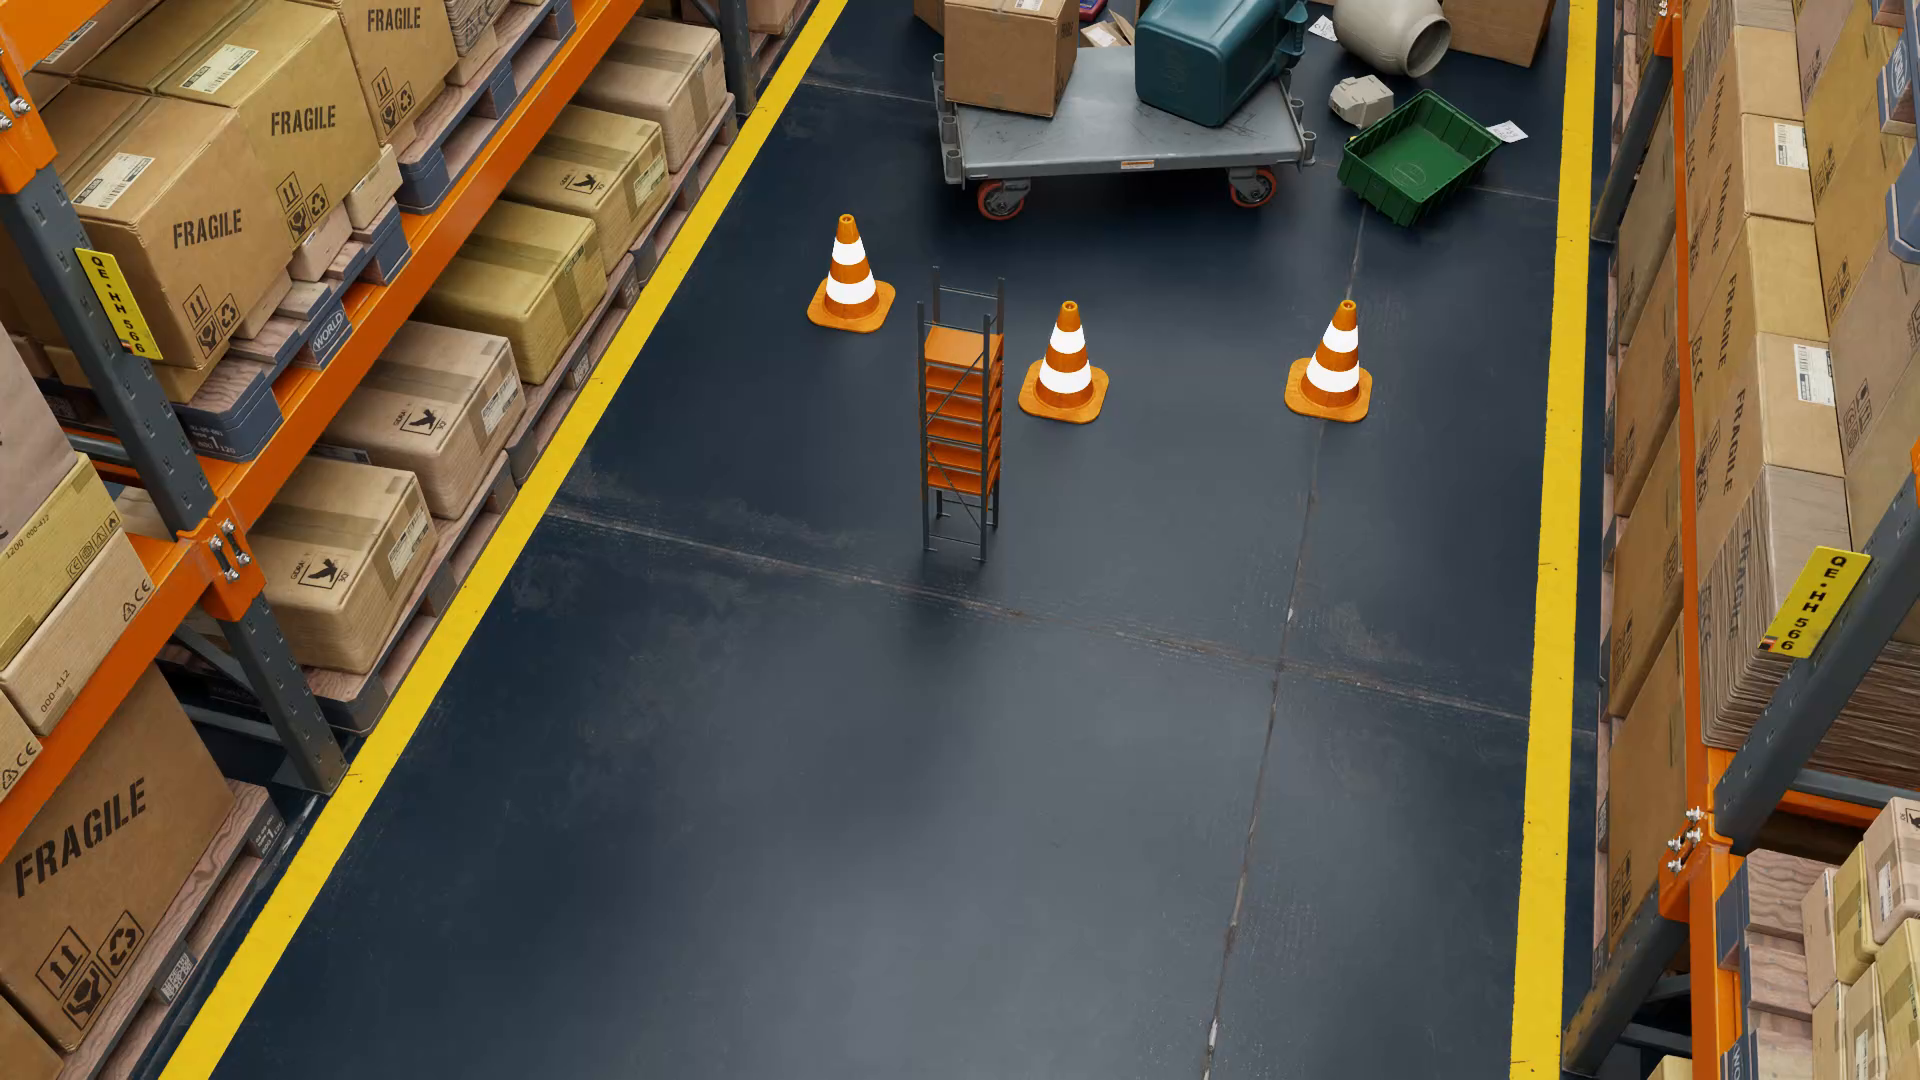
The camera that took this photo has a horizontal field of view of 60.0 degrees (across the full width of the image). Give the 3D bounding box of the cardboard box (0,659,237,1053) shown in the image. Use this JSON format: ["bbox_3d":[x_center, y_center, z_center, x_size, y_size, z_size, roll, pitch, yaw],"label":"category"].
[{"bbox_3d":[-2.804,0.764,4.712,0.875,0.875,0.875,11,50,10],"label":"cardboard box"}]

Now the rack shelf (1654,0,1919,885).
[{"bbox_3d":[2.786,-0.588,5.249,1.077,0.370,4.000,12,50,10],"label":"rack shelf"}]

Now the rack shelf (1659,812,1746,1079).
[{"bbox_3d":[1.733,2.305,2.695,1.077,0.370,4.000,12,50,10],"label":"rack shelf"}]

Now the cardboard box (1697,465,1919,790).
[{"bbox_3d":[2.119,0.208,3.999,0.500,0.500,0.500,12,50,10],"label":"cardboard box"}]

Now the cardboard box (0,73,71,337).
[{"bbox_3d":[-2.691,-0.938,4.532,0.500,0.500,0.500,10,49,9],"label":"cardboard box"}]

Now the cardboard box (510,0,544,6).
[{"bbox_3d":[-1.641,-2.071,5.965,0.380,0.149,0.250,12,50,10],"label":"cardboard box"}]

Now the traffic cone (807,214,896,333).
[{"bbox_3d":[-0.465,-1.164,6.969,0.336,0.463,0.334,12,50,10],"label":"traffic cone"}]

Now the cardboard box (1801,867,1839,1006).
[{"bbox_3d":[1.947,0.848,3.388,0.380,0.149,0.250,11,49,10],"label":"cardboard box"}]

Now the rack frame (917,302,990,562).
[{"bbox_3d":[-0.020,-0.341,5.751,0.240,1.200,0.006,12,50,10],"label":"rack frame"}]

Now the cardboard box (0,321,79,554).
[{"bbox_3d":[-2.426,-0.222,3.712,0.500,0.500,0.500,10,49,9],"label":"cardboard box"}]

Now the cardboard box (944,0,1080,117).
[{"bbox_3d":[0.236,-2.271,7.416,0.500,0.500,0.500,12,50,10],"label":"cardboard box"}]

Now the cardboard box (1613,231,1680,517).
[{"bbox_3d":[2.978,-0.504,5.914,1.050,0.750,0.750,12,50,10],"label":"cardboard box"}]

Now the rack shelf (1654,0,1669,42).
[{"bbox_3d":[3.839,-3.482,7.802,1.077,0.370,4.000,12,50,10],"label":"rack shelf"}]

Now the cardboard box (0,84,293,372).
[{"bbox_3d":[-2.201,-0.834,4.440,0.500,0.500,0.500,10,49,9],"label":"cardboard box"}]

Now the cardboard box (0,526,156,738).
[{"bbox_3d":[-2.425,0.183,4.188,0.500,0.250,0.500,10,49,9],"label":"cardboard box"}]

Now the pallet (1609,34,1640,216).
[{"bbox_3d":[3.588,-1.885,7.773,1.003,0.211,1.213,12,50,10],"label":"pallet"}]

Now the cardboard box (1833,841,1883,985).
[{"bbox_3d":[1.939,0.776,3.254,0.380,0.149,0.250,14,50,12],"label":"cardboard box"}]

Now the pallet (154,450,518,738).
[{"bbox_3d":[-2.335,0.074,6.044,1.003,0.211,1.213,12,50,10],"label":"pallet"}]

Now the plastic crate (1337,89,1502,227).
[{"bbox_3d":[2.094,-1.746,7.627,0.662,0.188,0.450,-37,68,-28],"label":"plastic crate"}]

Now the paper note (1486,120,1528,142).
[{"bbox_3d":[2.616,-1.956,7.955,0.147,0.020,0.142,-19,51,-16],"label":"paper note"}]

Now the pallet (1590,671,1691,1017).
[{"bbox_3d":[2.540,0.987,5.238,1.003,0.211,1.213,12,50,10],"label":"pallet"}]

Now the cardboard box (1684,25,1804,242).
[{"bbox_3d":[2.648,-1.252,5.288,0.500,0.500,0.500,11,50,10],"label":"cardboard box"}]

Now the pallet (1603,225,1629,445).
[{"bbox_3d":[3.182,-0.777,6.795,1.003,0.211,1.213,12,50,10],"label":"pallet"}]

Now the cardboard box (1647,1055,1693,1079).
[{"bbox_3d":[1.845,1.511,3.803,0.500,0.250,0.500,10,49,8],"label":"cardboard box"}]

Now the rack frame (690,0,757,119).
[{"bbox_3d":[-1.489,-3.177,7.053,1.000,3.000,0.127,12,50,10],"label":"rack frame"}]

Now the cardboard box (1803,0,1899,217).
[{"bbox_3d":[2.787,-1.174,4.552,0.700,0.500,0.500,11,50,10],"label":"cardboard box"}]

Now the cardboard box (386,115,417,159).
[{"bbox_3d":[-1.974,-1.309,5.292,0.380,0.149,0.250,14,50,12],"label":"cardboard box"}]

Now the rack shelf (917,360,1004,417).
[{"bbox_3d":[0.004,-0.537,5.663,0.258,0.103,0.180,12,50,10],"label":"rack shelf"}]

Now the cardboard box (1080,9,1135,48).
[{"bbox_3d":[0.796,-2.438,8.225,0.258,0.266,0.396,-19,51,-16],"label":"cardboard box"}]

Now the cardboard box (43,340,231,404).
[{"bbox_3d":[-2.277,-0.538,4.611,0.380,0.149,0.250,9,49,8],"label":"cardboard box"}]

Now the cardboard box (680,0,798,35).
[{"bbox_3d":[-1.074,-2.779,8.256,0.500,0.250,0.500,10,49,8],"label":"cardboard box"}]

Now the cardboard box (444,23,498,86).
[{"bbox_3d":[-1.805,-1.697,5.635,0.380,0.149,0.250,13,50,11],"label":"cardboard box"}]

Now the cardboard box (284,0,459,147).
[{"bbox_3d":[-1.937,-1.598,5.114,0.500,0.500,0.500,12,50,11],"label":"cardboard box"}]

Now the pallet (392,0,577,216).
[{"bbox_3d":[-2.061,-1.660,5.842,1.003,0.211,1.213,12,50,10],"label":"pallet"}]

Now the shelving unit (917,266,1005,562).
[{"bbox_3d":[0.004,-0.407,5.809,0.258,1.200,0.189,12,50,10],"label":"shelving unit"}]

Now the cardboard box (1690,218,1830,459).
[{"bbox_3d":[2.384,-0.514,4.636,0.500,0.500,0.500,11,49,9],"label":"cardboard box"}]

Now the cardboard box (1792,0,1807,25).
[{"bbox_3d":[3.054,-1.904,5.197,0.700,0.500,0.500,11,49,9],"label":"cardboard box"}]

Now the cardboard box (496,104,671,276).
[{"bbox_3d":[-1.811,-1.546,7.086,0.950,0.372,0.625,14,50,12],"label":"cardboard box"}]

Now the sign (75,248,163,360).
[{"bbox_3d":[-2.006,-0.560,3.971,0.100,0.325,0.005,12,50,10],"label":"sign"}]

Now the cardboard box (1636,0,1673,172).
[{"bbox_3d":[3.546,-2.150,7.284,0.875,0.875,0.875,12,50,11],"label":"cardboard box"}]

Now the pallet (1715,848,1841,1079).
[{"bbox_3d":[2.175,1.220,3.300,1.213,0.211,1.003,12,50,10],"label":"pallet"}]

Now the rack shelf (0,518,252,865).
[{"bbox_3d":[-3.069,1.401,3.493,1.077,0.370,4.000,12,50,10],"label":"rack shelf"}]

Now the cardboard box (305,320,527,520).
[{"bbox_3d":[-2.197,-0.495,6.159,0.950,0.372,0.625,11,49,9],"label":"cardboard box"}]

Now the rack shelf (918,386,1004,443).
[{"bbox_3d":[0.004,-0.458,5.753,0.258,0.103,0.180,12,50,10],"label":"rack shelf"}]

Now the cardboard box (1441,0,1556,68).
[{"bbox_3d":[2.731,-2.772,8.362,0.500,0.500,0.500,19,51,16],"label":"cardboard box"}]

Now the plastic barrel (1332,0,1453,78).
[{"bbox_3d":[2.131,-2.544,8.213,0.421,0.421,0.512,-27,54,-22],"label":"plastic barrel"}]

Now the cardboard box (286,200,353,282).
[{"bbox_3d":[-2.054,-0.925,4.953,0.380,0.149,0.250,9,49,8],"label":"cardboard box"}]

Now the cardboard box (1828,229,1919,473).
[{"bbox_3d":[2.519,-0.433,3.898,0.700,0.500,0.500,11,49,9],"label":"cardboard box"}]

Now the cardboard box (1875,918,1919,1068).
[{"bbox_3d":[1.883,0.858,2.982,0.380,0.149,0.250,10,49,9],"label":"cardboard box"}]

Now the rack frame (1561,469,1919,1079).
[{"bbox_3d":[2.260,0.620,3.702,1.000,3.000,0.127,12,50,10],"label":"rack frame"}]

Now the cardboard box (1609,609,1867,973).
[{"bbox_3d":[2.507,0.803,4.761,1.050,0.750,0.750,11,49,10],"label":"cardboard box"}]

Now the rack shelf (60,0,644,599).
[{"bbox_3d":[-2.016,-1.492,6.046,1.077,0.370,4.000,12,50,10],"label":"rack shelf"}]

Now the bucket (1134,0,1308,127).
[{"bbox_3d":[1.124,-2.246,7.401,0.726,0.611,0.620,28,64,22],"label":"bucket"}]

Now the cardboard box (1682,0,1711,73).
[{"bbox_3d":[2.915,-1.979,5.929,0.500,0.500,0.500,12,50,10],"label":"cardboard box"}]

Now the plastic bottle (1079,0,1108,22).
[{"bbox_3d":[0.659,-2.768,8.652,0.133,0.061,0.283,19,51,16],"label":"plastic bottle"}]

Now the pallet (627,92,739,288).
[{"bbox_3d":[-1.693,-1.691,7.601,1.003,0.211,1.213,12,50,10],"label":"pallet"}]

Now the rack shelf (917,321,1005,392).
[{"bbox_3d":[0.004,-0.616,5.573,0.258,0.103,0.180,12,50,10],"label":"rack shelf"}]
